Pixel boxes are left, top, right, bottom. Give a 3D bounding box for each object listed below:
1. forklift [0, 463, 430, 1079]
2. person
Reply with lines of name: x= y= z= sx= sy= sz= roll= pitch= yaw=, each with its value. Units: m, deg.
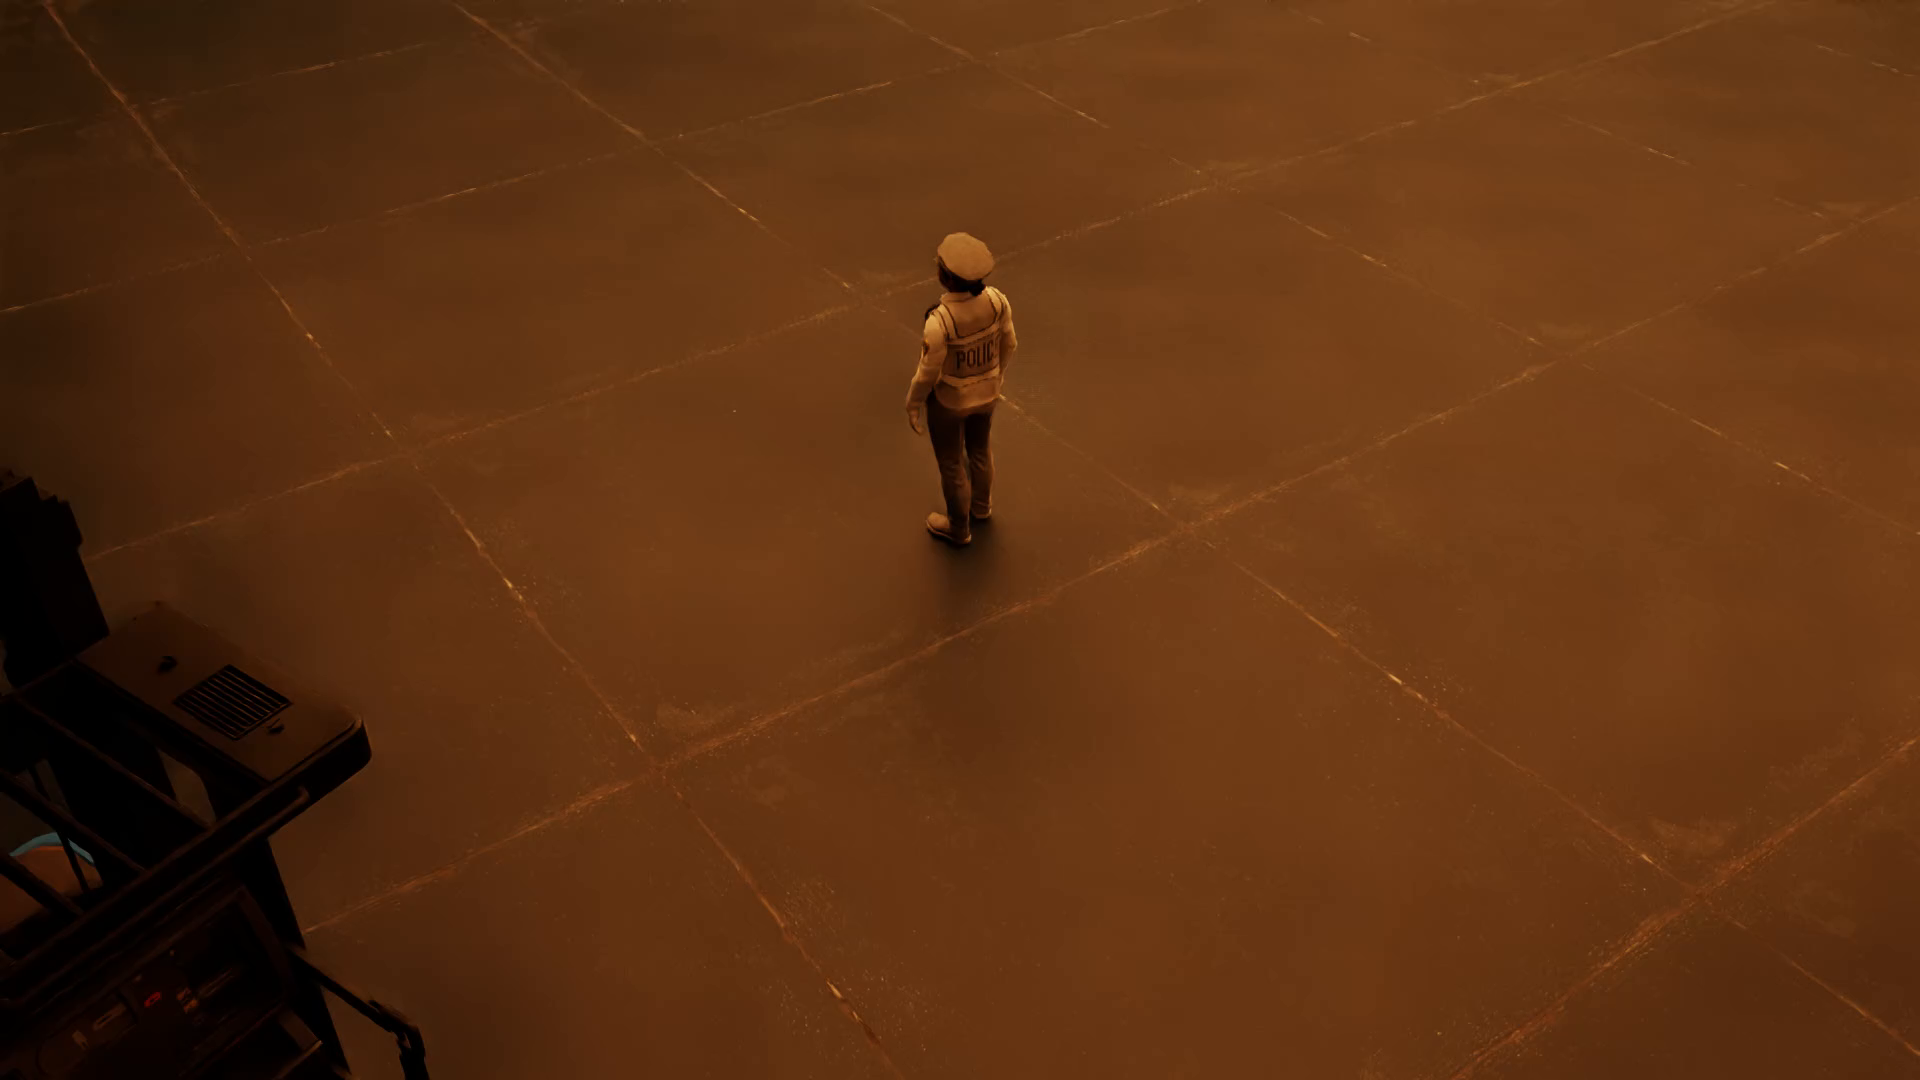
forklift: x=-1.989 y=1.333 z=4.141 sx=3.031 sy=2.935 sz=1.130 roll=22 pitch=42 yaw=27
person: x=-0.033 y=-0.723 z=7.949 sx=0.586 sy=1.695 sz=0.532 roll=-23 pitch=42 yaw=-28
